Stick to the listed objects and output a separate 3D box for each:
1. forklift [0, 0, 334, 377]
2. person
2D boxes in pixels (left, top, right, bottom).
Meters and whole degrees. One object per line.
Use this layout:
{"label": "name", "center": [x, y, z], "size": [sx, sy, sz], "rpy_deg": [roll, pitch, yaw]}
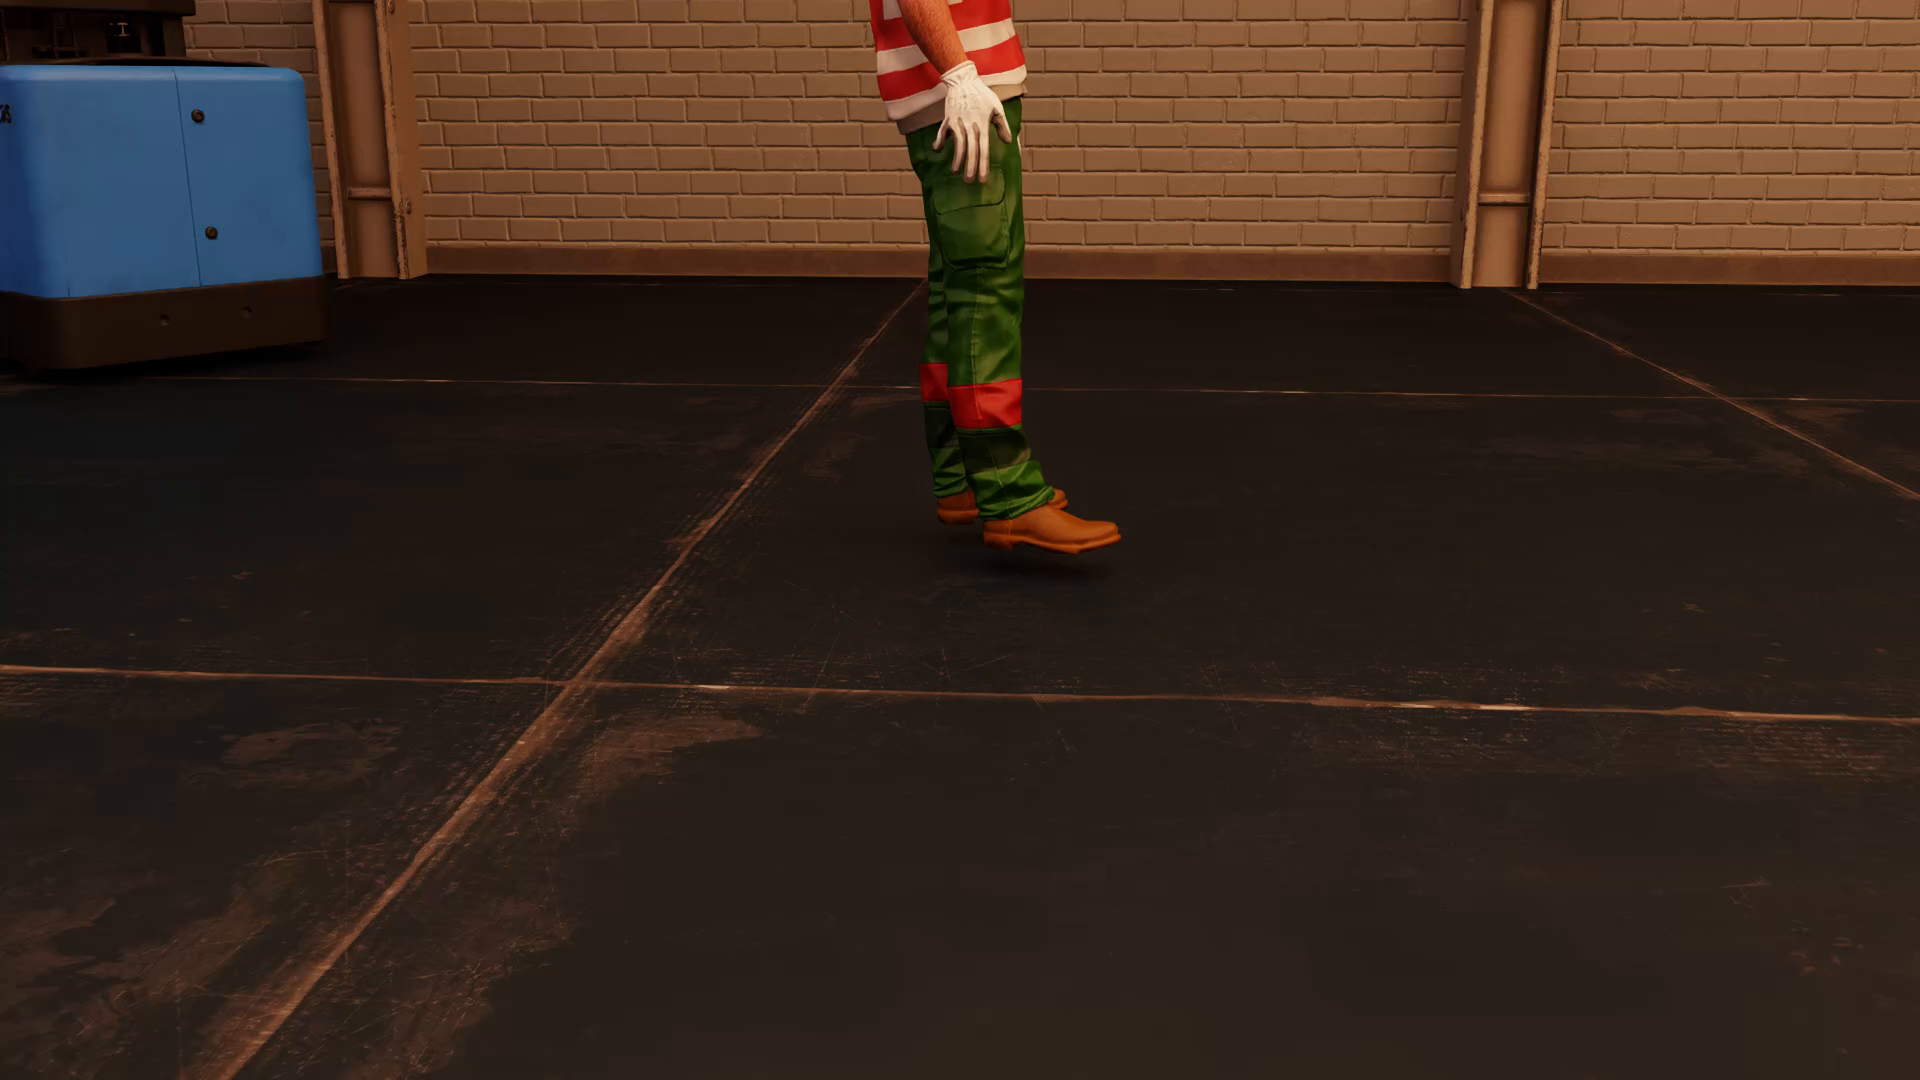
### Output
{"label": "forklift", "center": [-3.855, -2.281, 6.619], "size": [3.031, 2.935, 1.130], "rpy_deg": [13, 20, 39]}
{"label": "person", "center": [0.079, -0.905, 3.549], "size": [0.561, 1.789, 0.637], "rpy_deg": [1, 15, 4]}
